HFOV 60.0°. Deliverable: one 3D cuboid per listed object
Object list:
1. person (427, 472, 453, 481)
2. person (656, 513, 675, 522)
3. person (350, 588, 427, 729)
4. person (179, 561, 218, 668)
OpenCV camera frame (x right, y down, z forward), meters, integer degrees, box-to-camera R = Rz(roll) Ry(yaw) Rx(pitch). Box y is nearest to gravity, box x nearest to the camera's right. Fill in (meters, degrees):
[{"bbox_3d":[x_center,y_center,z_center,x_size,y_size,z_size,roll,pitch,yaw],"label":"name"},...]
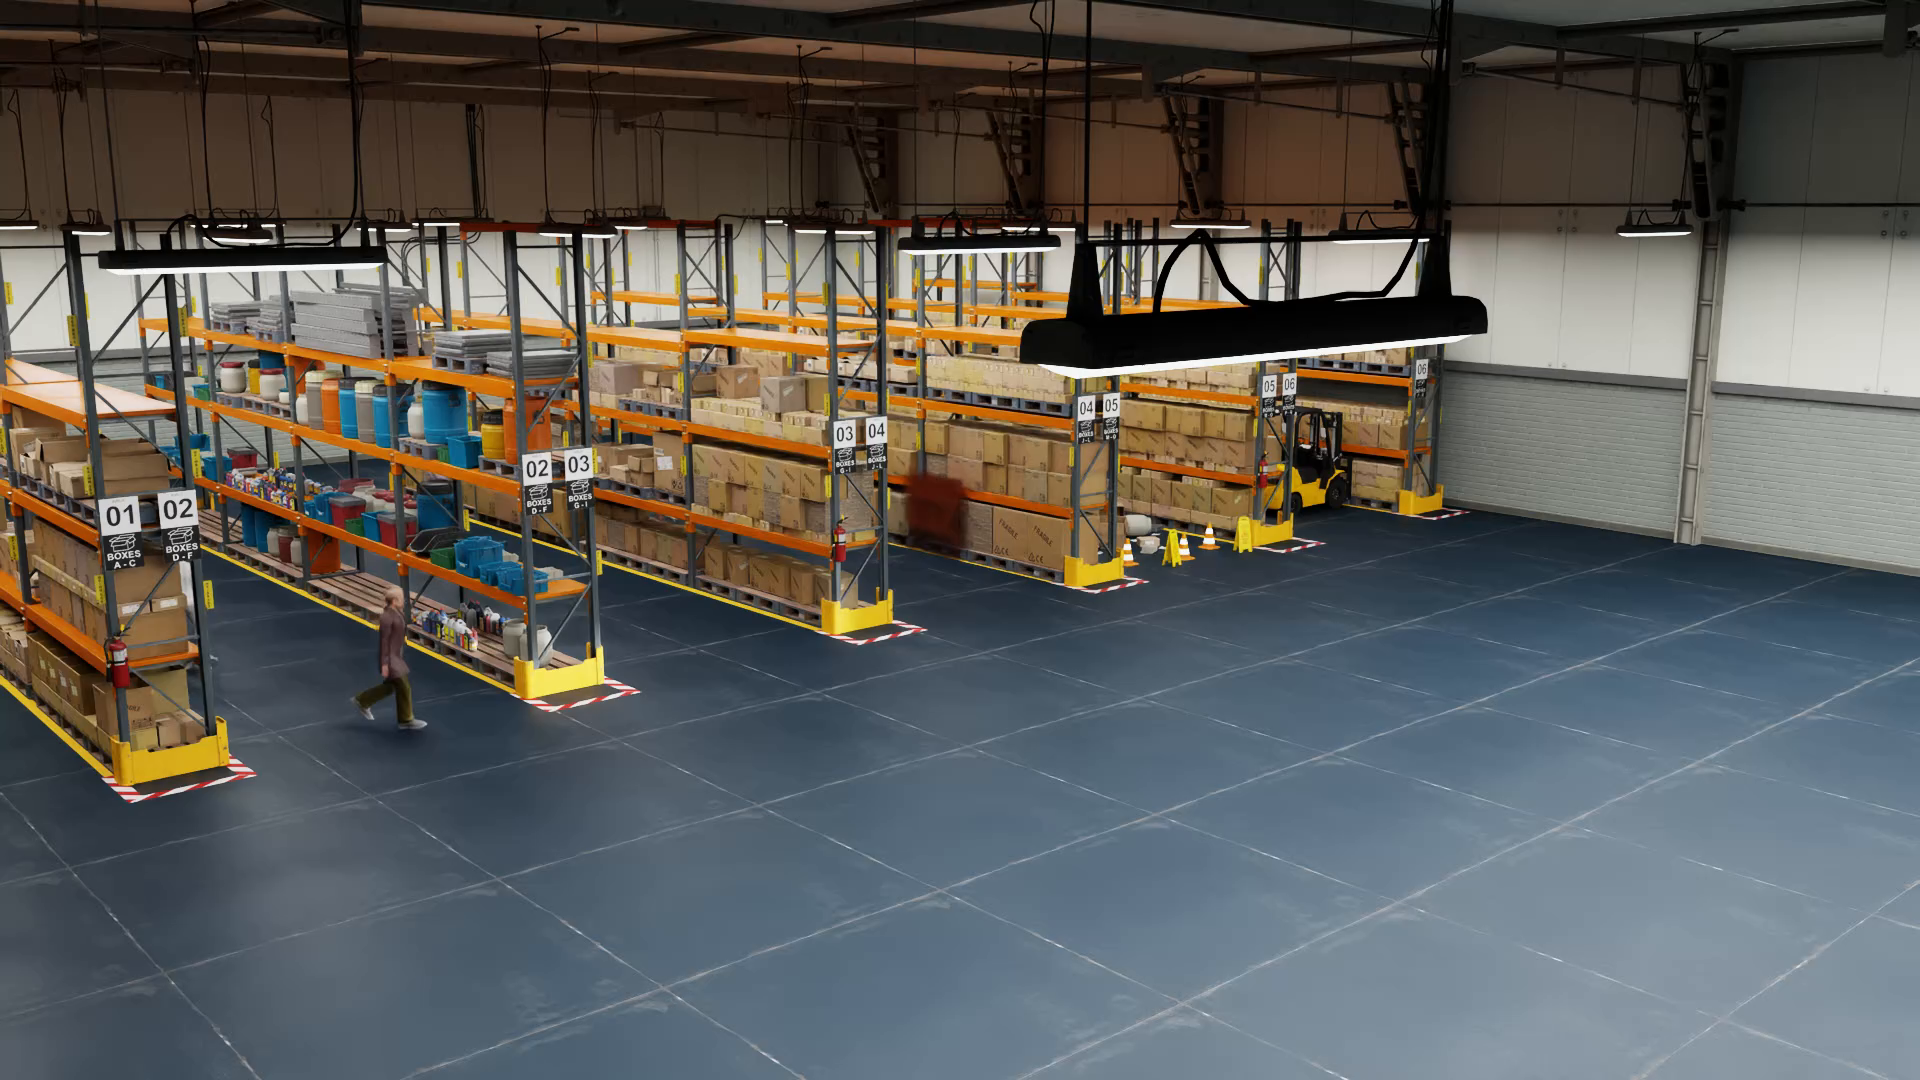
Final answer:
[{"bbox_3d":[-10.081,-0.928,32.395,0.543,1.574,1.022,-10,15,-42],"label":"person"},{"bbox_3d":[-5.979,-1.138,33.287,0.483,1.672,0.472,-2,12,-9],"label":"person"},{"bbox_3d":[-7.016,1.441,20.290,0.984,1.740,0.593,0,11,0],"label":"person"},{"bbox_3d":[-10.685,0.894,22.922,0.694,1.737,0.492,-7,13,-30],"label":"person"}]
